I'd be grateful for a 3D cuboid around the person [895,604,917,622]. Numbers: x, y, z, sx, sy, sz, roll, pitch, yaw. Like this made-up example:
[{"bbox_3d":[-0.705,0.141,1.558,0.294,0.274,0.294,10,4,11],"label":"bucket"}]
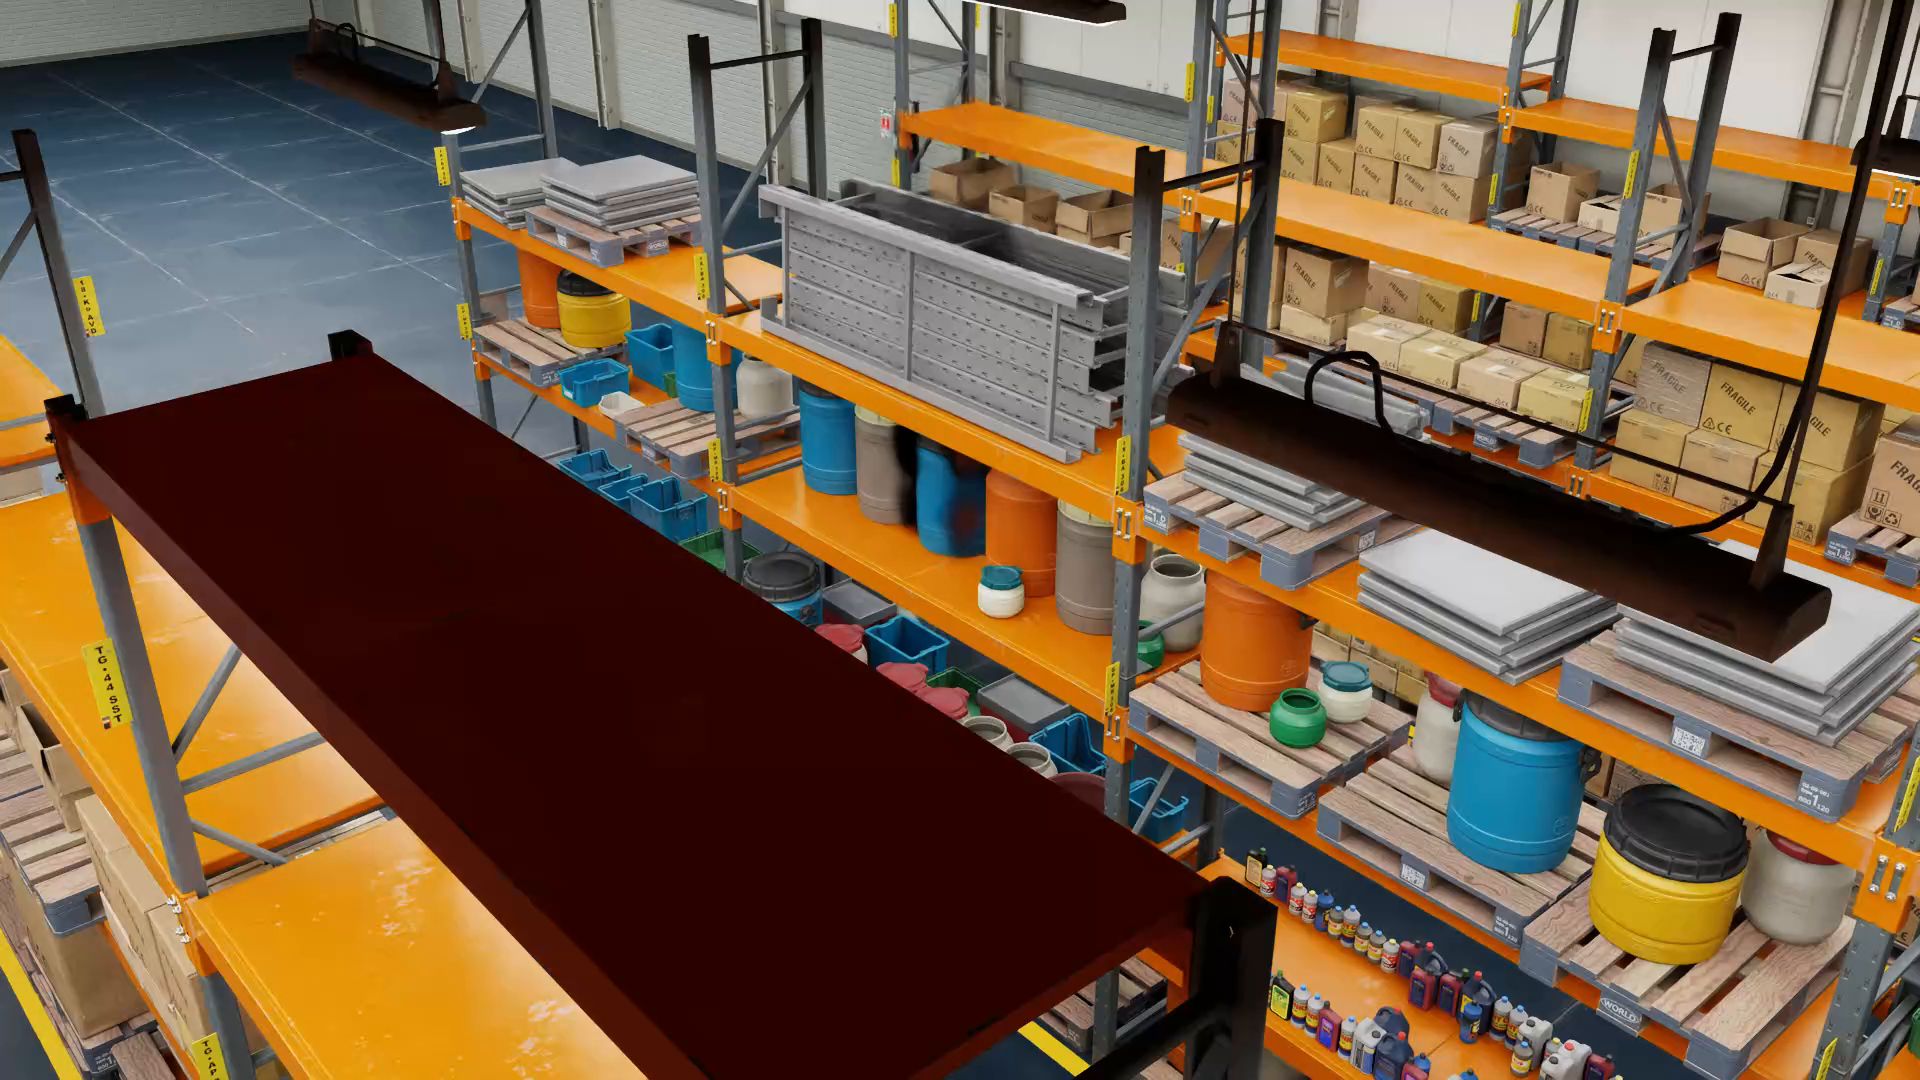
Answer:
[{"bbox_3d":[-0.643,0.213,15.253,0.800,1.857,0.626,21,33,35],"label":"person"}]
